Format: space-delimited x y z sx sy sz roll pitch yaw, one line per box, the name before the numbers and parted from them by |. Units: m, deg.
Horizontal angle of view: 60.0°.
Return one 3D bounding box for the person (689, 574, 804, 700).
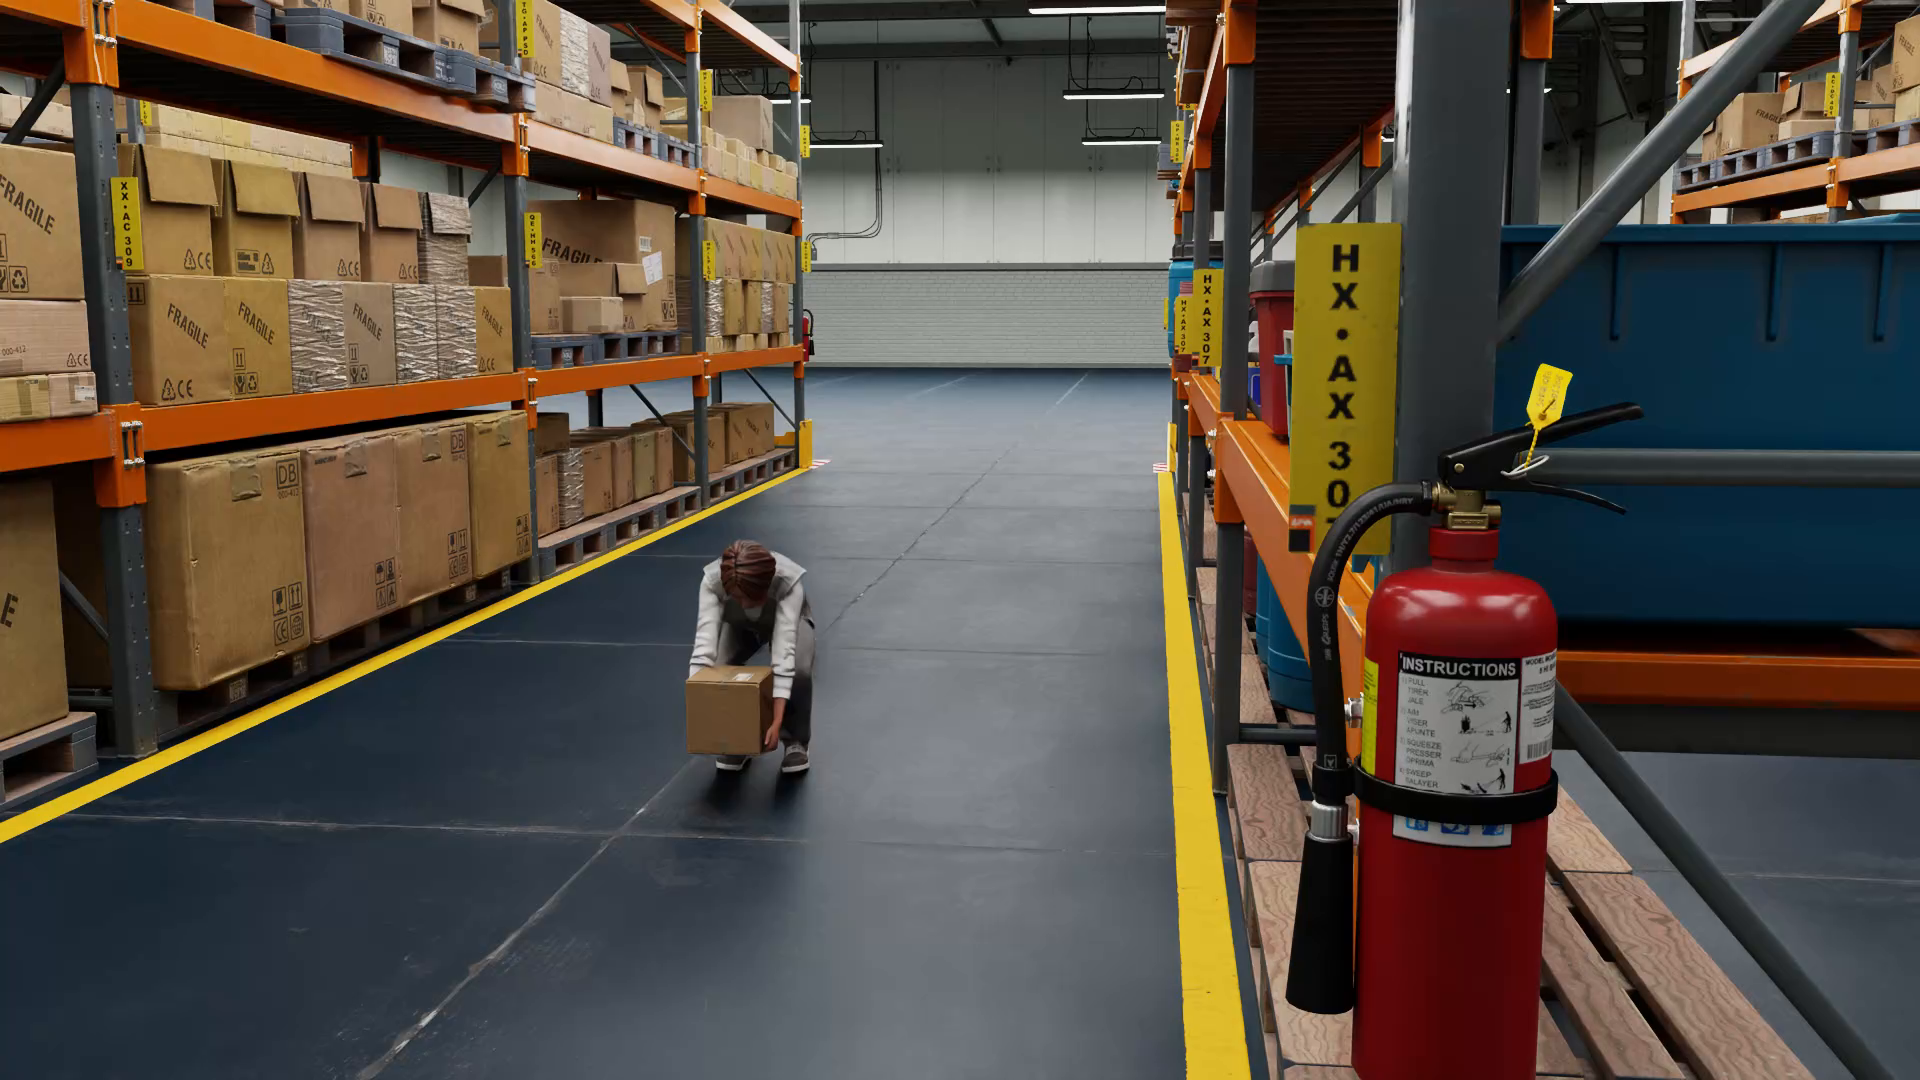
person | -0.719 0.268 5.981 0.380 0.483 0.706 1 8 5
